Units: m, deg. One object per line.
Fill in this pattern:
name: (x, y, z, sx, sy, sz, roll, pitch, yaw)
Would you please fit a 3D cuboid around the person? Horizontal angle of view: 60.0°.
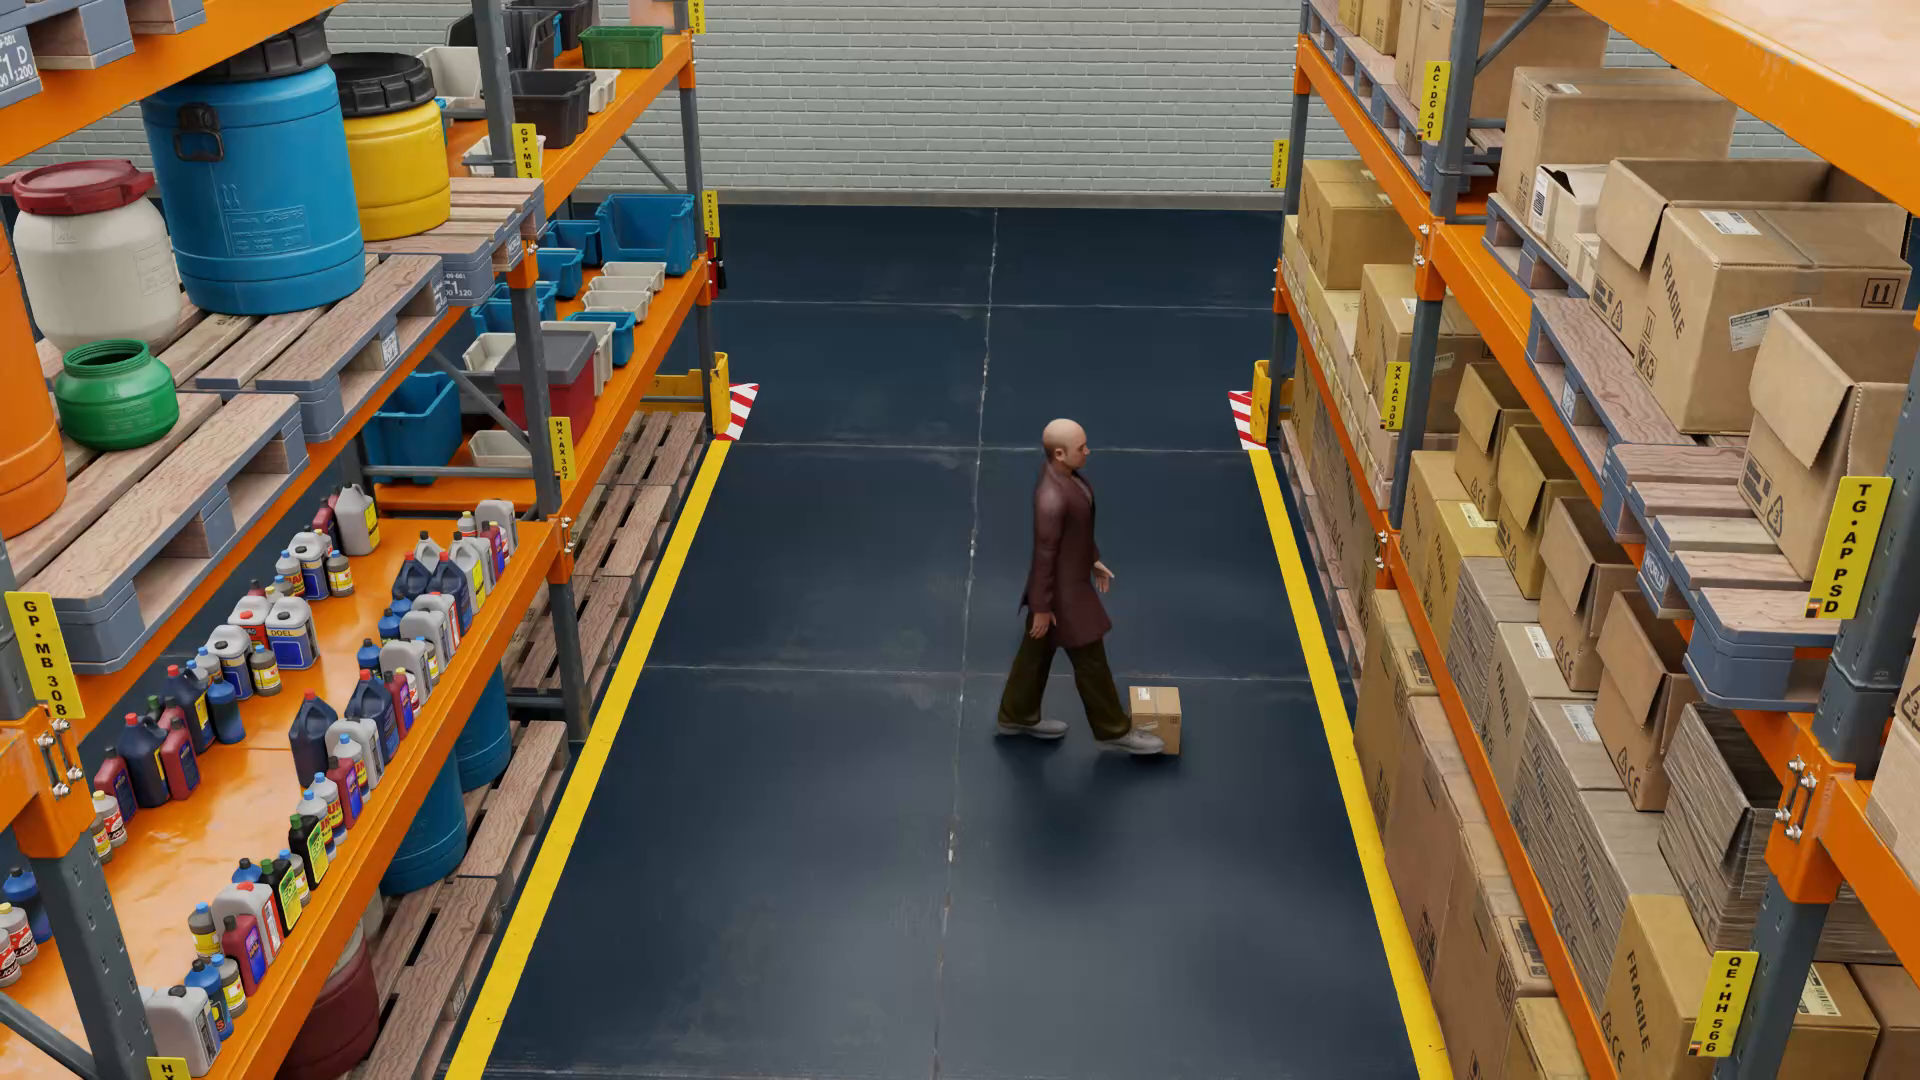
person: (0.610, 0.227, 8.171, 0.858, 1.764, 0.597, 1, 28, 1)
